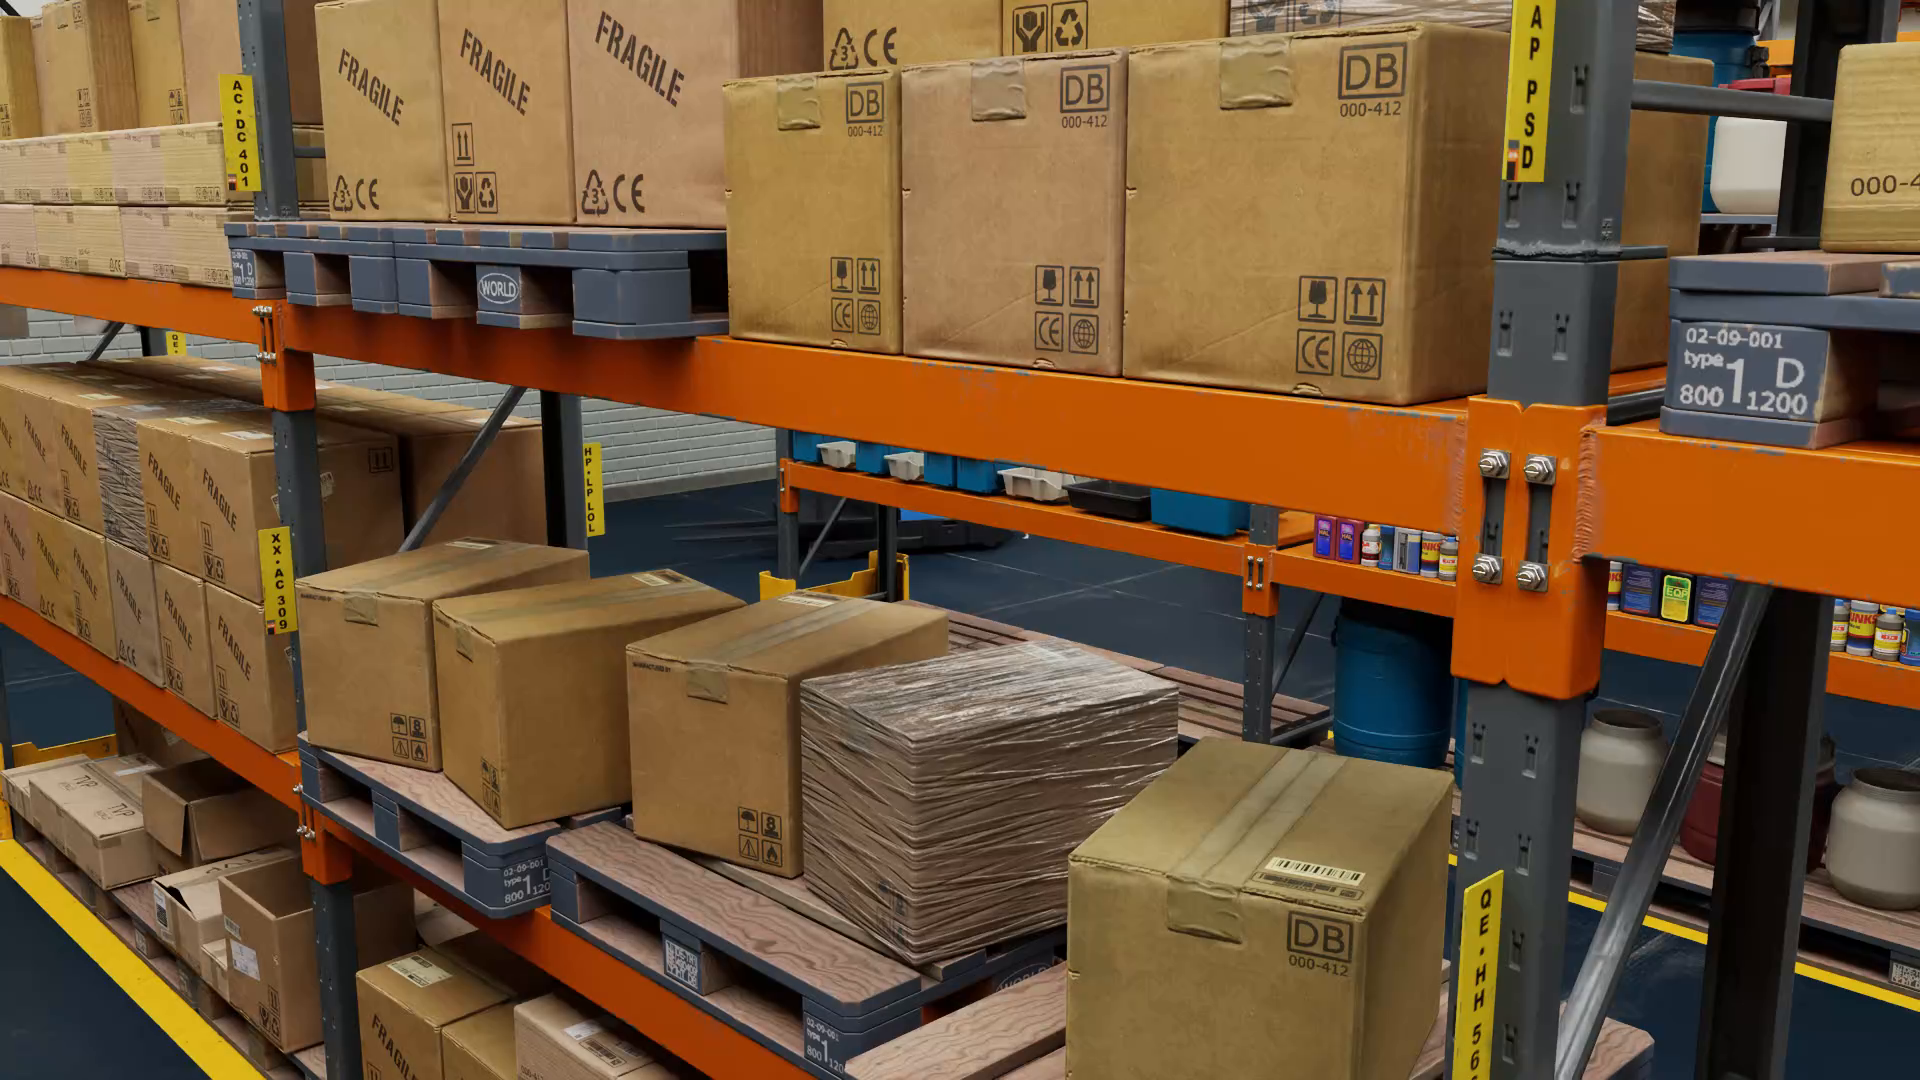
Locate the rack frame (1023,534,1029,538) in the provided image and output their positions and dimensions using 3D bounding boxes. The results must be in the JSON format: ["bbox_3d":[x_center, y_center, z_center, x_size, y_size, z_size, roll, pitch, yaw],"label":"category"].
[{"bbox_3d":[0.521,-0.599,15.184,0.240,1.200,0.015,-4,12,-18],"label":"rack frame"}]

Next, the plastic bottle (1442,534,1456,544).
[{"bbox_3d":[2.552,-0.067,8.635,0.097,0.201,0.097,0,12,0],"label":"plastic bottle"}]

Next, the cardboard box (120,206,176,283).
[{"bbox_3d":[-2.553,-1.032,5.766,0.500,0.250,0.500,-11,16,-43],"label":"cardboard box"}]

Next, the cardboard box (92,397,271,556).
[{"bbox_3d":[-2.928,-0.253,6.318,0.500,0.500,0.500,-11,16,-42],"label":"cardboard box"}]

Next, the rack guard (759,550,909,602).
[{"bbox_3d":[-0.891,0.421,11.969,1.175,0.500,0.348,-11,16,-43],"label":"rack guard"}]

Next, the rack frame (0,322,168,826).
[{"bbox_3d":[-4.450,-0.112,8.361,1.000,3.000,0.127,-11,16,-43],"label":"rack frame"}]

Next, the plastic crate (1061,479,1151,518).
[{"bbox_3d":[0.930,-0.239,9.508,0.437,0.125,0.590,-11,16,-43],"label":"plastic crate"}]

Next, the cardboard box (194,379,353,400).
[{"bbox_3d":[-2.878,-0.401,7.035,0.500,0.500,0.500,-10,15,-41],"label":"cardboard box"}]

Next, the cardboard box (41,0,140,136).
[{"bbox_3d":[-3.099,-1.819,6.484,0.700,0.500,0.500,-11,16,-43],"label":"cardboard box"}]

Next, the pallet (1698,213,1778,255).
[{"bbox_3d":[3.295,-1.329,7.301,1.003,0.211,1.213,-11,16,-43],"label":"pallet"}]

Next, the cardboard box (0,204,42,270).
[{"bbox_3d":[-3.596,-1.250,6.822,0.500,0.250,0.500,-11,16,-43],"label":"cardboard box"}]

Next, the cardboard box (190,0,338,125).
[{"bbox_3d":[-2.051,-1.602,5.432,0.700,0.500,0.500,-11,16,-43],"label":"cardboard box"}]

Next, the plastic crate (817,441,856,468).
[{"bbox_3d":[-0.771,-0.562,11.048,0.250,0.136,0.298,-11,16,-43],"label":"plastic crate"}]

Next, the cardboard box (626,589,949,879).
[{"bbox_3d":[-0.423,0.466,4.265,0.500,0.500,0.700,7,14,31],"label":"cardboard box"}]

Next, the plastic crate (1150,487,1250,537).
[{"bbox_3d":[1.329,-0.260,8.971,0.392,0.384,0.575,-11,16,-43],"label":"plastic crate"}]

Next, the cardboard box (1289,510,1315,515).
[{"bbox_3d":[3.217,-0.575,14.832,0.875,0.875,0.875,-11,16,-43],"label":"cardboard box"}]

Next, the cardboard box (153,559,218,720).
[{"bbox_3d":[-2.575,0.310,6.062,0.500,0.500,0.500,-10,16,-41],"label":"cardboard box"}]

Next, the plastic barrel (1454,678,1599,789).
[{"bbox_3d":[2.750,0.789,8.146,0.600,0.901,0.708,-11,16,-43],"label":"plastic barrel"}]

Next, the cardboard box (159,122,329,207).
[{"bbox_3d":[-2.220,-1.202,5.350,0.500,0.250,0.500,-11,16,-43],"label":"cardboard box"}]

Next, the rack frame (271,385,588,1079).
[{"bbox_3d":[-1.687,0.472,5.527,1.000,3.000,0.127,-11,16,-43],"label":"rack frame"}]

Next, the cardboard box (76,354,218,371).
[{"bbox_3d":[-3.944,-0.624,8.121,0.500,0.500,0.500,-11,16,-43],"label":"cardboard box"}]

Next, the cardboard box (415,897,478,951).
[{"bbox_3d":[-1.821,1.482,6.198,0.500,0.311,0.500,-11,16,-43],"label":"cardboard box"}]

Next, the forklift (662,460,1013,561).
[{"bbox_3d":[-1.100,-1.370,14.635,3.031,2.935,1.130,-4,12,-17],"label":"forklift"}]

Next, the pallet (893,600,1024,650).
[{"bbox_3d":[-0.323,0.690,11.380,1.003,0.211,1.213,-11,16,-43],"label":"pallet"}]

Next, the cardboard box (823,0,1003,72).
[{"bbox_3d":[0.074,-1.166,3.316,0.500,0.500,0.500,-11,16,-43],"label":"cardboard box"}]

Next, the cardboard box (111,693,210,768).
[{"bbox_3d":[-3.896,0.942,8.350,0.500,0.500,0.500,-11,16,-43],"label":"cardboard box"}]

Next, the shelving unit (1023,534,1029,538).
[{"bbox_3d":[0.446,-0.646,15.411,0.258,1.200,0.503,-4,12,-18],"label":"shelving unit"}]

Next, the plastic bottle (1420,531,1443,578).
[{"bbox_3d":[2.255,0.040,7.943,0.097,0.271,0.097,0,12,0],"label":"plastic bottle"}]

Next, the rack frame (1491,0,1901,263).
[{"bbox_3d":[1.075,-1.883,2.089,1.000,3.000,0.127,-11,16,-43],"label":"rack frame"}]

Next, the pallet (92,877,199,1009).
[{"bbox_3d":[-3.008,1.559,7.160,1.003,0.211,1.213,-11,16,-43],"label":"pallet"}]

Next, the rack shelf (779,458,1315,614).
[{"bbox_3d":[0.517,-0.158,10.365,1.077,0.370,4.000,-11,16,-43],"label":"rack shelf"}]

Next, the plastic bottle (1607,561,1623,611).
[{"bbox_3d":[2.869,0.169,7.313,0.097,0.271,0.097,0,12,0],"label":"plastic bottle"}]

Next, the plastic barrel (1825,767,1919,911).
[{"bbox_3d":[3.855,1.239,6.925,0.421,0.512,0.421,0,12,0],"label":"plastic barrel"}]

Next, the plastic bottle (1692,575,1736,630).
[{"bbox_3d":[3.203,0.194,6.995,0.144,0.351,0.185,-11,16,-43],"label":"plastic bottle"}]

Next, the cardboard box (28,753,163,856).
[{"bbox_3d":[-3.934,1.211,7.663,0.500,0.250,0.500,-11,16,-43],"label":"cardboard box"}]

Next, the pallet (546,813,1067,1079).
[{"bbox_3d":[-0.271,0.866,4.088,1.003,0.211,1.213,-11,16,-43],"label":"pallet"}]

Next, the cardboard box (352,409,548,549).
[{"bbox_3d":[-1.809,-0.175,5.941,0.500,0.500,0.500,-10,16,-41],"label":"cardboard box"}]

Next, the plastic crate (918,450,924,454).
[{"bbox_3d":[-0.171,-0.608,11.274,0.396,0.136,0.243,-11,16,-43],"label":"plastic crate"}]

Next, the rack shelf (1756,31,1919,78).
[{"bbox_3d":[6.861,-3.006,10.316,1.077,0.370,4.000,-11,16,-43],"label":"rack shelf"}]

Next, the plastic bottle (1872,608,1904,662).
[{"bbox_3d":[3.645,0.368,6.524,0.097,0.201,0.097,0,12,0],"label":"plastic bottle"}]

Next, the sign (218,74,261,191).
[{"bbox_3d":[-2.075,-1.174,4.800,0.100,0.325,0.005,-11,16,-43],"label":"sign"}]

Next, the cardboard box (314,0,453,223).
[{"bbox_3d":[-1.393,-1.217,4.756,0.600,0.600,0.600,10,15,40],"label":"cardboard box"}]

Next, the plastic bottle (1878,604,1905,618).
[{"bbox_3d":[4.057,0.187,7.196,0.061,0.283,0.133,-11,16,-43],"label":"plastic bottle"}]

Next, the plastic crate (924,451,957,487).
[{"bbox_3d":[-0.023,-0.475,10.389,0.416,0.233,0.300,-11,16,-43],"label":"plastic crate"}]

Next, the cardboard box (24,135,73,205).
[{"bbox_3d":[-3.251,-1.422,6.417,0.500,0.250,0.500,-11,16,-43],"label":"cardboard box"}]

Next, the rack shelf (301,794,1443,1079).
[{"bbox_3d":[-0.306,1.116,4.183,1.077,0.370,4.000,-11,16,-43],"label":"rack shelf"}]

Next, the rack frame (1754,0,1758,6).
[{"bbox_3d":[9.885,-5.811,21.156,1.000,3.000,0.127,-11,16,-43],"label":"rack frame"}]

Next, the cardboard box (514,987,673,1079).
[{"bbox_3d":[-0.839,1.364,4.444,0.500,0.250,0.500,-11,16,-42],"label":"cardboard box"}]

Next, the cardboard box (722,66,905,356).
[{"bbox_3d":[0.038,-0.672,3.397,0.910,0.500,0.500,-11,16,-43],"label":"cardboard box"}]

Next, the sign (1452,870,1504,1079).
[{"bbox_3d":[0.689,0.604,2.211,0.100,0.325,0.005,-11,16,-43],"label":"sign"}]

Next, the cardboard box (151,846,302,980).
[{"bbox_3d":[-2.804,1.420,6.497,0.500,0.311,0.500,-11,16,-43],"label":"cardboard box"}]

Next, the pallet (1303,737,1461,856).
[{"bbox_3d":[2.400,1.266,8.582,1.003,0.211,1.213,-11,16,-43],"label":"pallet"}]

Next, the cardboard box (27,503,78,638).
[{"bbox_3d":[-3.629,0.089,7.139,0.500,0.500,0.500,-11,16,-43],"label":"cardboard box"}]

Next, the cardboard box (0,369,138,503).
[{"bbox_3d":[-3.968,-0.474,7.392,0.500,0.500,0.500,-11,16,-42],"label":"cardboard box"}]

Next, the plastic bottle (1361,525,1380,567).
[{"bbox_3d":[2.027,0.026,8.183,0.097,0.201,0.097,0,12,0],"label":"plastic bottle"}]
